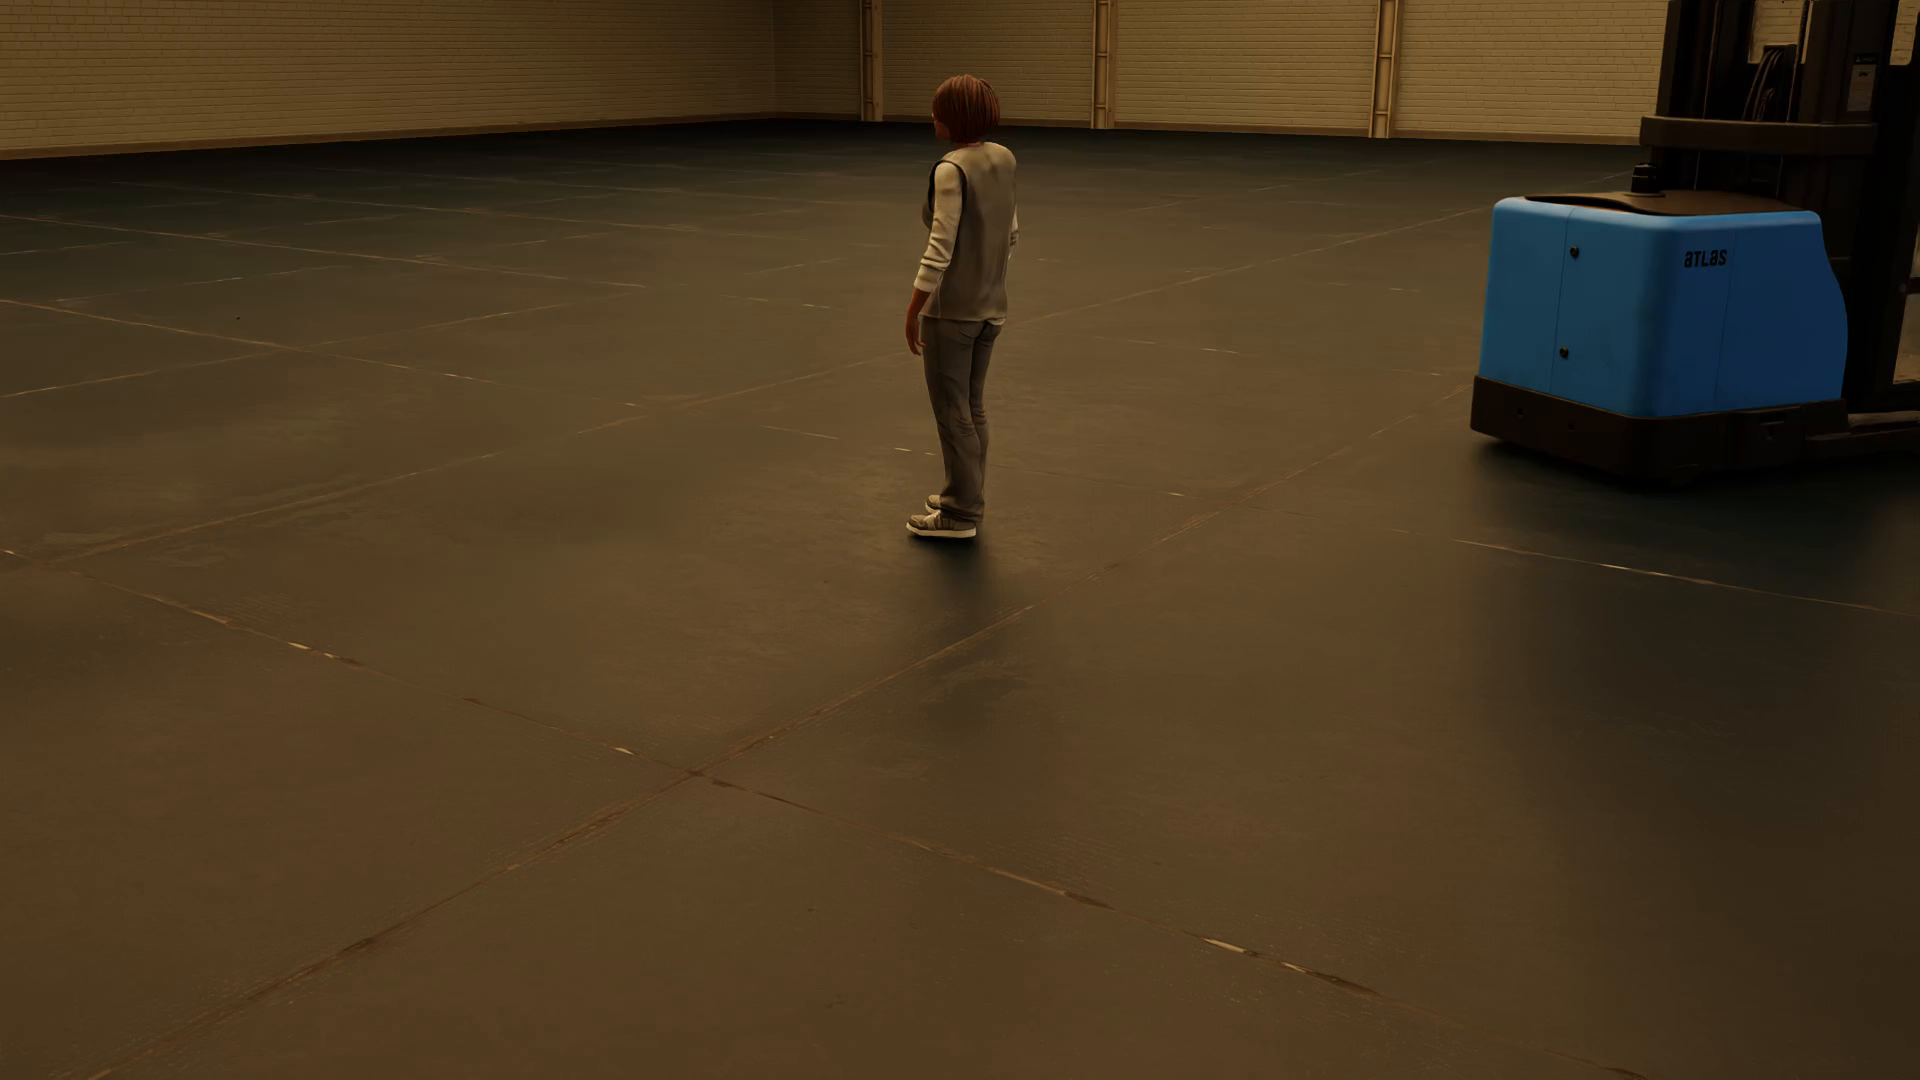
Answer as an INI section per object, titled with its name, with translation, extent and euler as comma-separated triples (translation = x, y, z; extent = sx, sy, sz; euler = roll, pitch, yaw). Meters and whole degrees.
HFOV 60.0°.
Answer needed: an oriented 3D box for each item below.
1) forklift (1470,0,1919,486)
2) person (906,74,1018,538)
[forklift]
translation = 3.820, -1.870, 7.086
extent = 3.031, 2.935, 1.130
euler = -7, 18, -22
[person]
translation = -0.053, -0.788, 5.769
extent = 0.473, 1.599, 0.520
euler = 11, 20, 33
